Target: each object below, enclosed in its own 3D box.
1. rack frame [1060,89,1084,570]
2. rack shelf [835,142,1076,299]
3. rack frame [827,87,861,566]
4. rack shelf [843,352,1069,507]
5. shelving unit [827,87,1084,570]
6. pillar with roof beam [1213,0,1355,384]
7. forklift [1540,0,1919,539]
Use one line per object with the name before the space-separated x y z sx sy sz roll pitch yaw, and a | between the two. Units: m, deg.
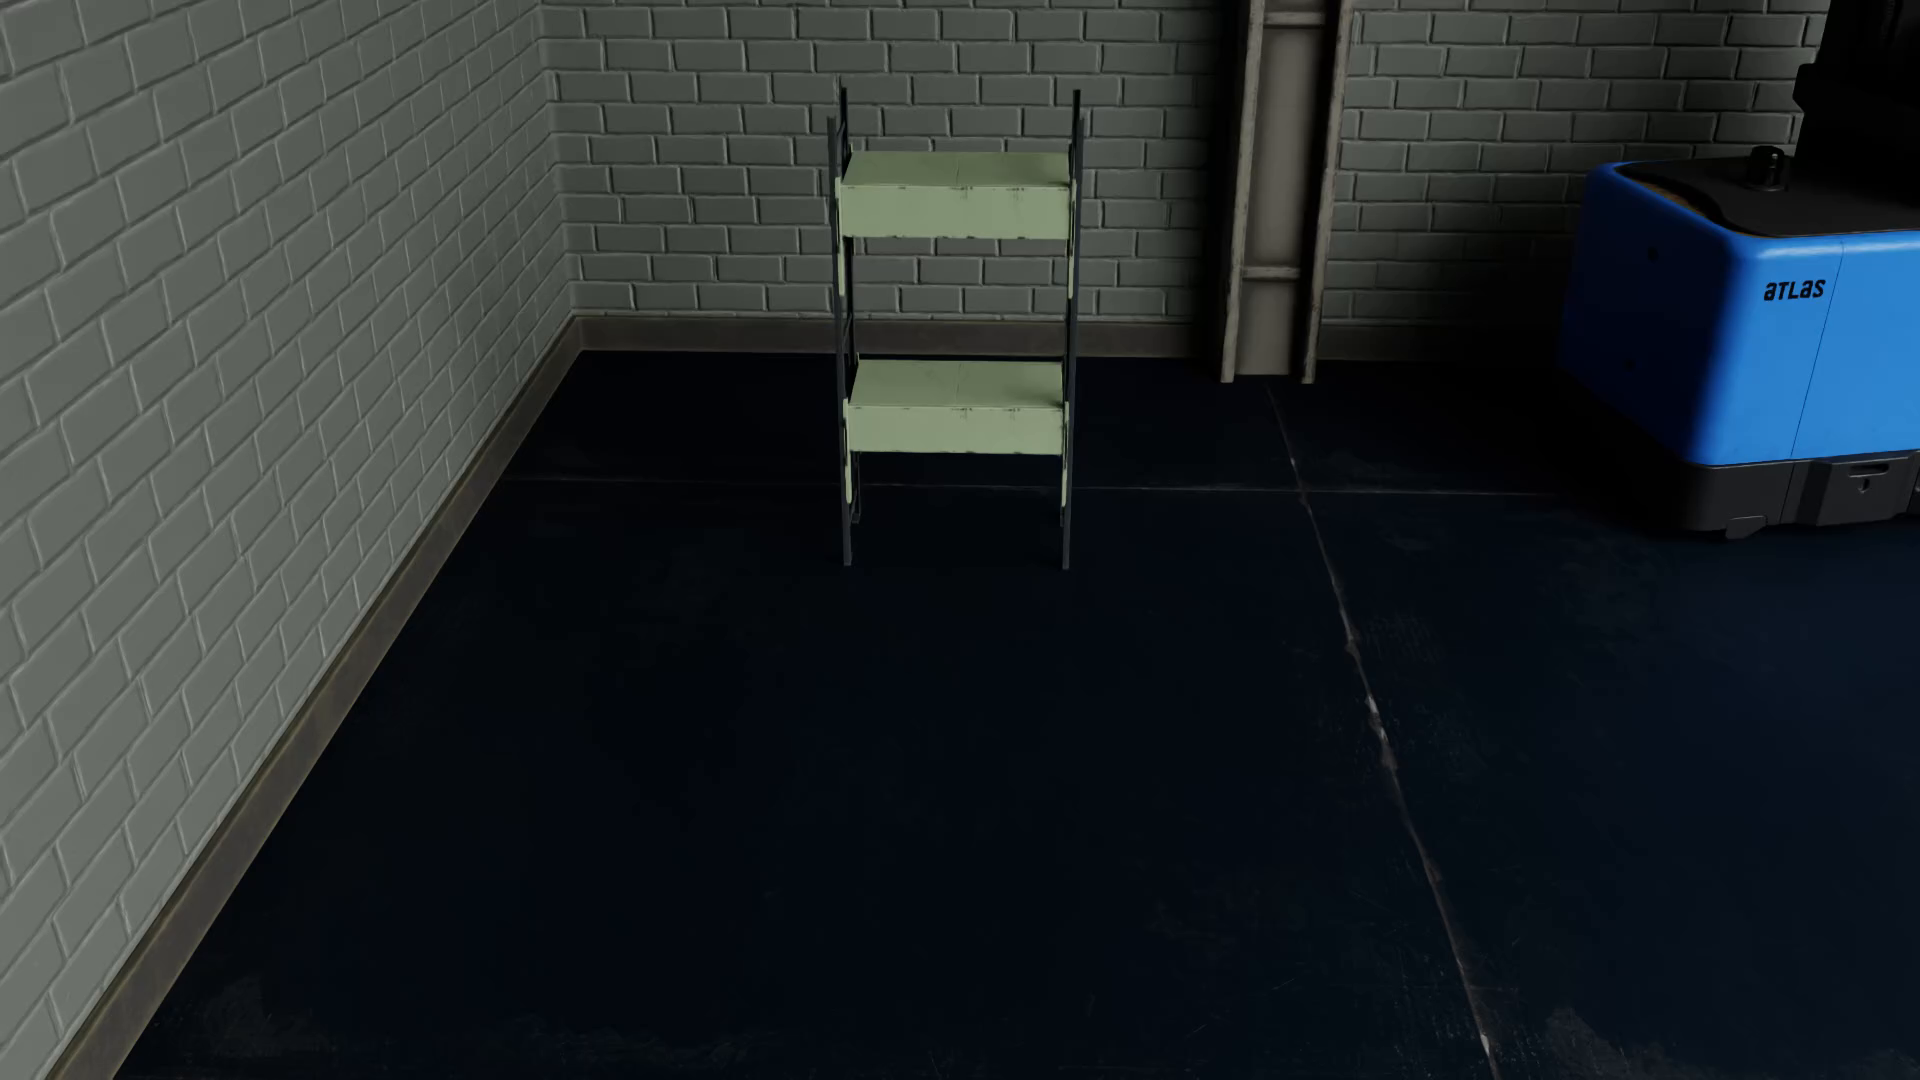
rack frame | 0.359 -0.657 5.388 0.023 1.500 0.400 1 28 2
rack shelf | -0.007 -1.008 5.216 0.720 0.370 0.431 1 28 2
rack frame | -0.372 -0.669 5.410 0.023 1.500 0.400 1 28 2
rack shelf | -0.007 -0.375 5.552 0.720 0.370 0.431 1 28 2
shelving unit | -0.007 -0.663 5.399 0.755 1.500 0.431 1 28 2
pillar with roof beam | 1.145 -2.694 1.225 0.400 9.000 9.100 1 28 2
forklift | 3.827 -1.621 5.679 3.031 2.935 1.130 -5 28 -9
